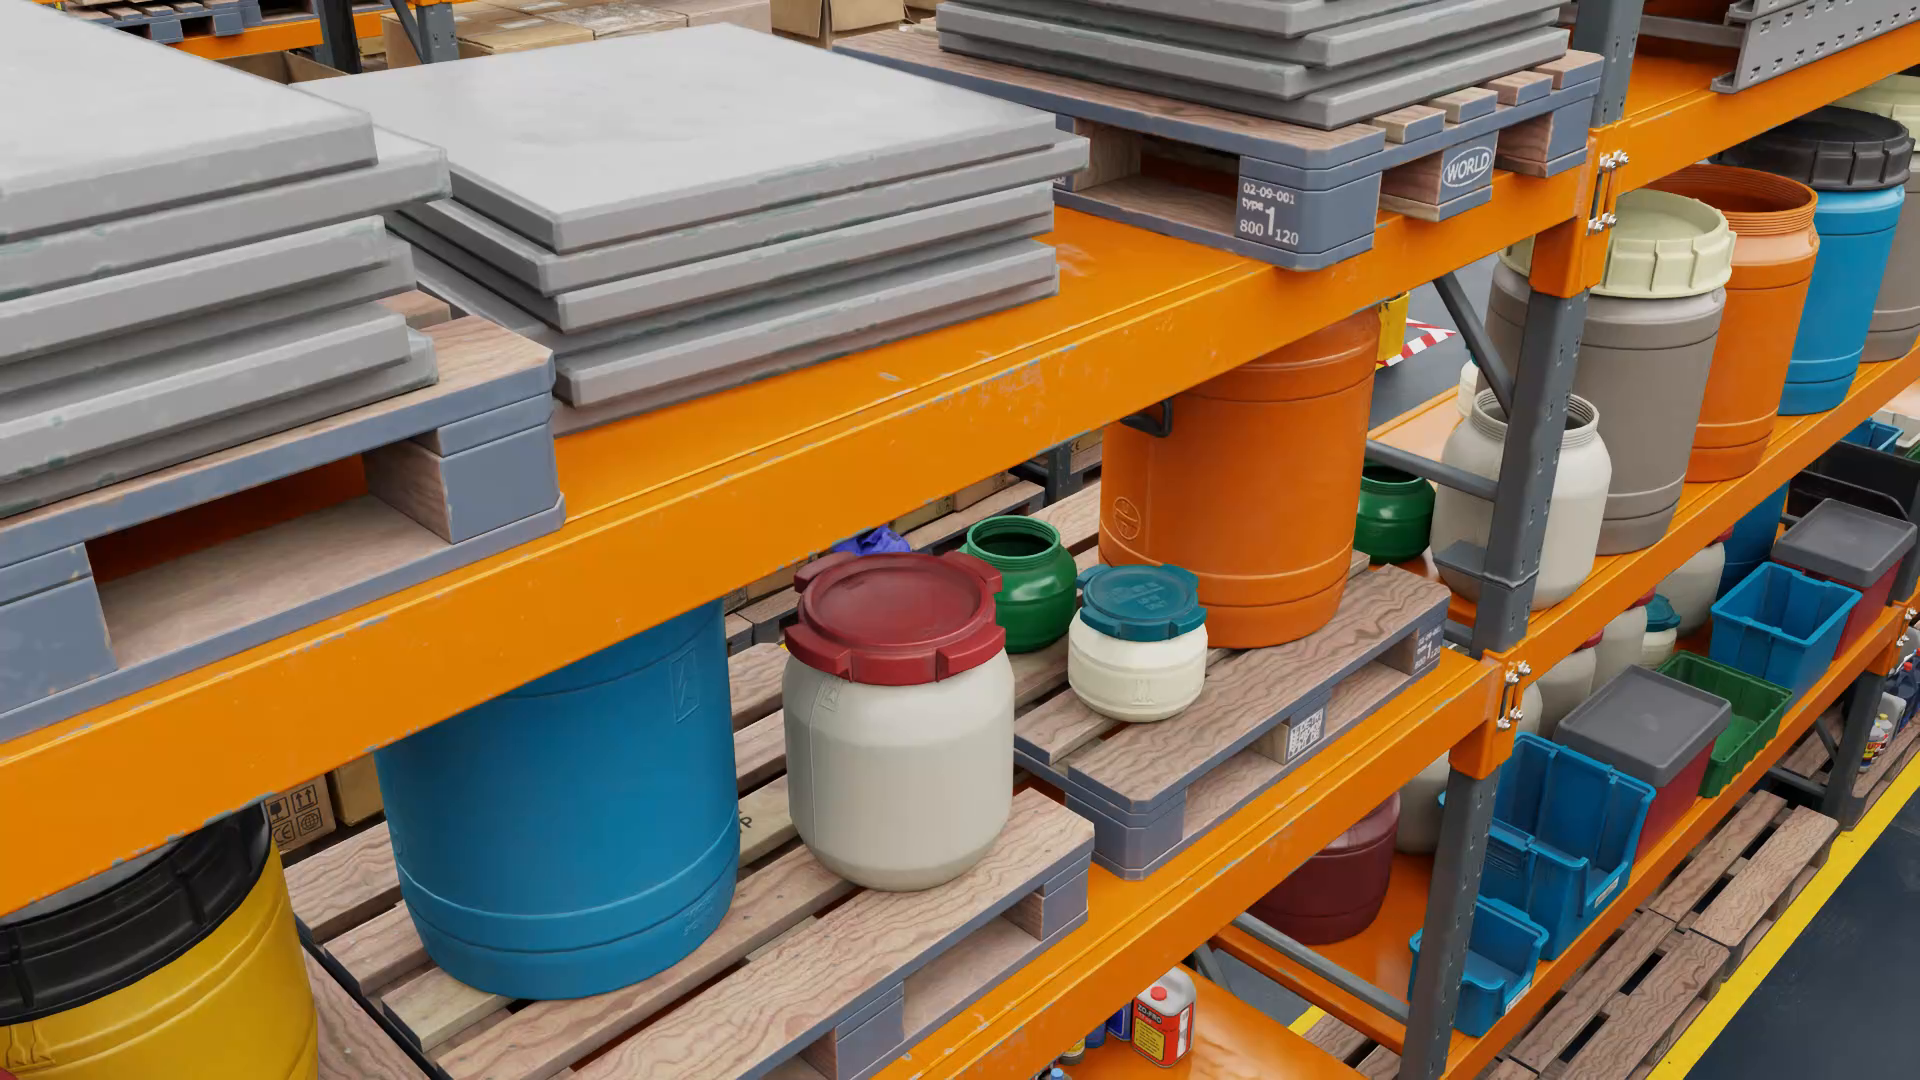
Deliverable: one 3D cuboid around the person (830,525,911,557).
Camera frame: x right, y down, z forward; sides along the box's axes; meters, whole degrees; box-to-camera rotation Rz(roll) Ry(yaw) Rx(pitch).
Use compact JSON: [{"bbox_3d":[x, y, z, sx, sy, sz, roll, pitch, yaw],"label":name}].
[{"bbox_3d":[-0.415,0.406,8.075,0.430,1.571,0.737,8,29,15],"label":"person"}]
